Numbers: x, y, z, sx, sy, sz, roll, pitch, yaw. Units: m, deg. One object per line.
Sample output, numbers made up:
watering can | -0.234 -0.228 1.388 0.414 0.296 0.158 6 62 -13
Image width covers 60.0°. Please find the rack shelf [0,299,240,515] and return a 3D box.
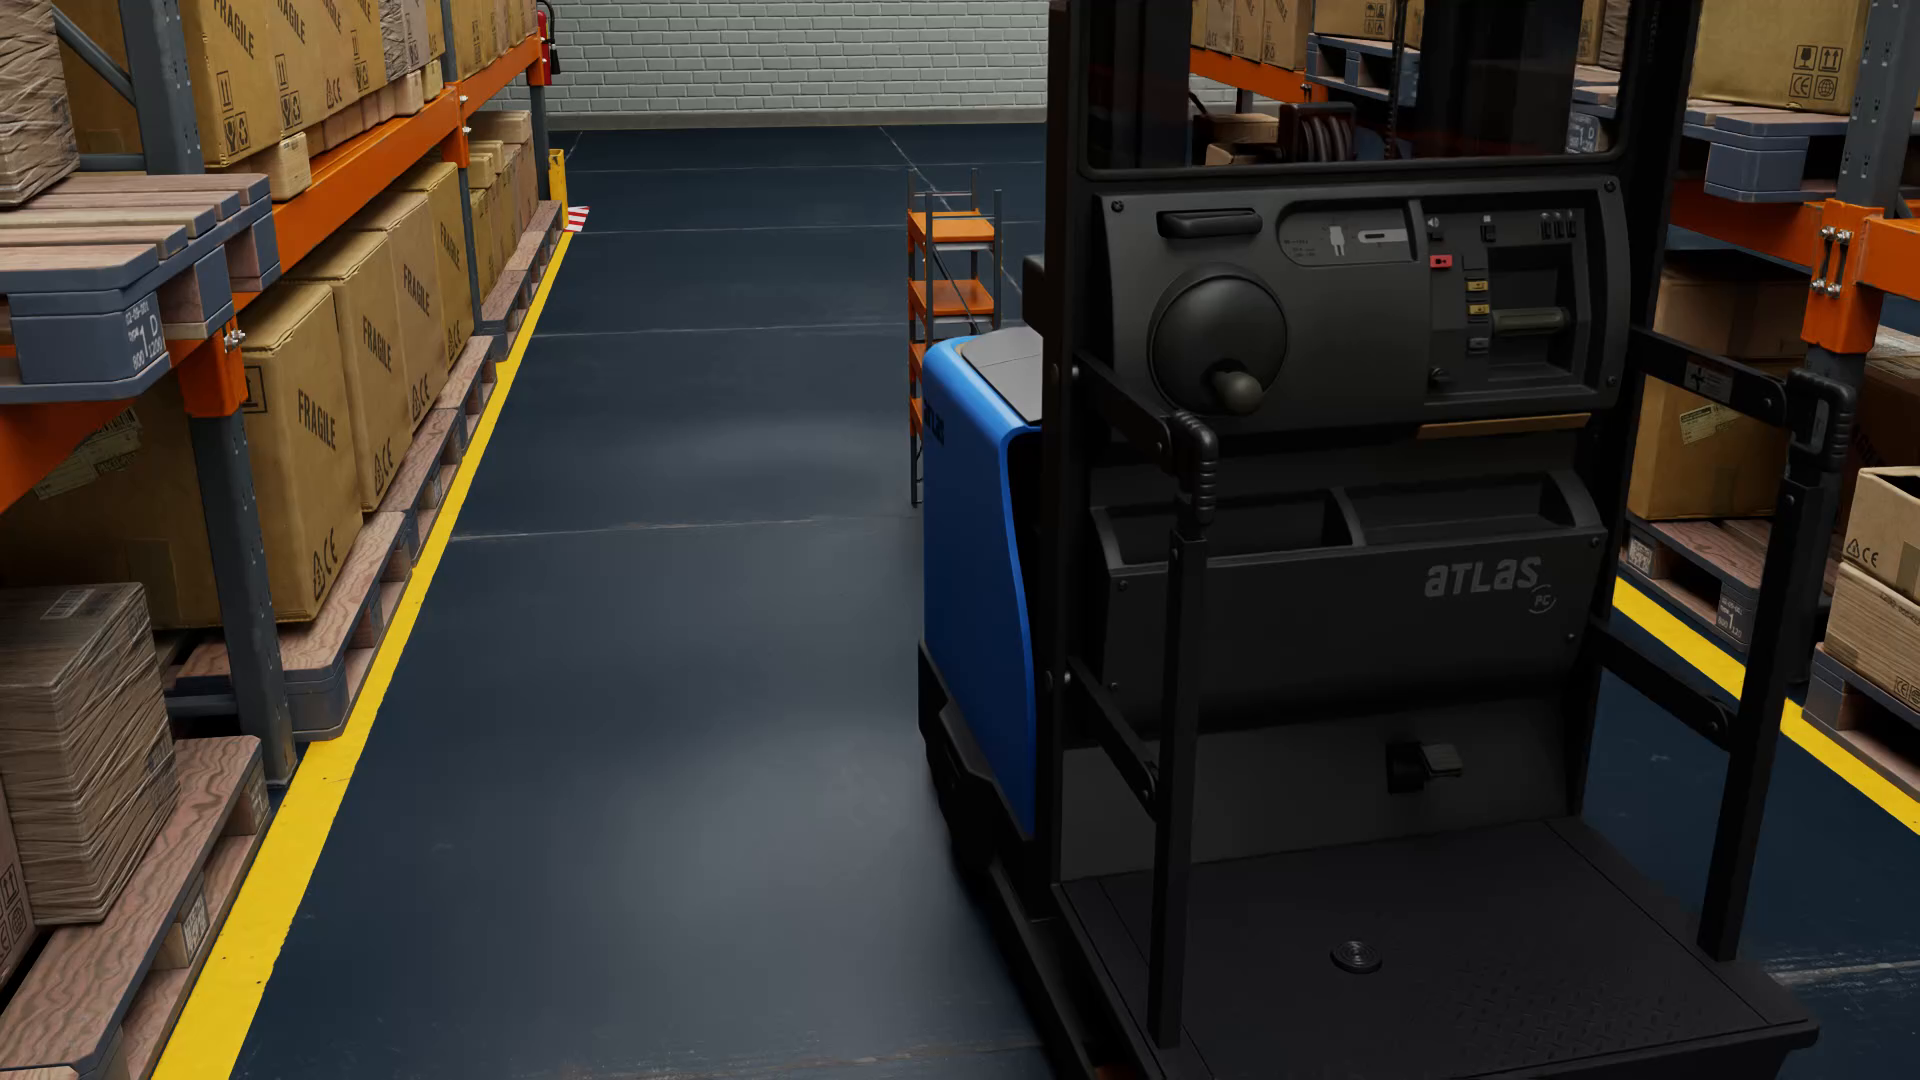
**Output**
rack shelf | -1.867 0.238 1.819 1.077 0.370 4.000 -3 21 -8

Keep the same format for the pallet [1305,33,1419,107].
pallet | 2.177 -2.055 7.205 1.003 0.211 1.213 -3 21 -8

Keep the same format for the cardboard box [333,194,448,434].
cardboard box | -2.378 -0.840 6.149 0.750 0.750 0.750 -2 21 -6

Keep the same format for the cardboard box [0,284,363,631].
cardboard box | -2.131 -0.242 4.549 0.750 0.750 0.750 -3 21 -8

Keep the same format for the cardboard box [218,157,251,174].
cardboard box | -2.001 -0.896 4.159 0.380 0.149 0.250 -3 21 -7

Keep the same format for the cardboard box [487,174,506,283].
cardboard box | -2.807 -1.640 8.792 0.700 0.500 0.500 -3 21 -8

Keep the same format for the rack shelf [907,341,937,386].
rack shelf | -0.024 -0.556 5.683 0.258 0.148 0.480 -3 21 -8

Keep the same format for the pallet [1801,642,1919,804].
pallet | 2.826 0.551 3.939 1.003 0.211 1.213 -3 21 -8

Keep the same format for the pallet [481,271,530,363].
pallet | -2.764 -1.137 8.458 1.003 0.211 1.213 -3 21 -8

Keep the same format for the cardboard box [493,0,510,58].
cardboard box | -3.008 -3.010 9.058 0.980 0.700 0.700 -4 21 -10

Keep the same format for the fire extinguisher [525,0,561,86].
fire extinguisher | -2.874 -3.425 11.244 0.296 0.674 0.183 -3 21 -8

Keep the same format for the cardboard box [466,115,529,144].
cardboard box | -2.872 -2.529 10.247 0.380 0.149 0.250 -2 21 -6

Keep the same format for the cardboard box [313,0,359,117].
cardboard box | -2.109 -1.521 4.906 0.500 0.500 0.500 -3 21 -8

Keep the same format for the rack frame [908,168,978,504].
rack frame | -0.059 -0.704 5.886 0.240 1.200 0.015 -3 21 -8

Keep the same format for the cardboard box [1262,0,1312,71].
cardboard box | 1.844 -2.634 8.339 0.500 0.500 0.500 -3 21 -7

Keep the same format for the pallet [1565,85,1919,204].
pallet | 2.579 -1.183 4.872 1.213 0.211 1.003 -3 21 -8

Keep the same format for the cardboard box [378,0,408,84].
cardboard box | -2.269 -1.874 5.850 0.500 0.500 0.500 -3 21 -8

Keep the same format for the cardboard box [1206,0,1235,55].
cardboard box | 1.692 -2.990 9.292 0.500 0.500 0.500 -2 21 -7

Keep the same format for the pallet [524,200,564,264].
pallet | -3.116 -1.982 10.720 1.003 0.211 1.213 -3 21 -8

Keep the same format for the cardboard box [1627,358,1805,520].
cardboard box | 2.379 -0.389 5.415 0.500 0.500 0.500 -2 21 -6

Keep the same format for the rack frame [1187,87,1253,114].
rack frame | 1.593 -3.812 11.635 1.000 3.000 0.127 -3 21 -8

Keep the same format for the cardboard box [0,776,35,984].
cardboard box | -2.041 0.605 2.754 0.700 0.500 0.500 -3 21 -8

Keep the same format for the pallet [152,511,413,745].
pallet | -2.194 0.238 4.776 1.003 0.211 1.213 -3 21 -8

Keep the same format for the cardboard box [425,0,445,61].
cardboard box | -2.416 -2.224 6.788 0.500 0.500 0.500 -3 21 -9

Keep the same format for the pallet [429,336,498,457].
pallet | -2.546 -0.606 7.038 1.003 0.211 1.213 -3 21 -8

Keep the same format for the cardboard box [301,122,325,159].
cardboard box | -2.187 -1.252 5.113 0.380 0.149 0.250 -3 21 -7

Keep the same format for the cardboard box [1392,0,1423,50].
cardboard box | 2.178 -2.260 6.738 0.700 0.500 0.500 0 20 1

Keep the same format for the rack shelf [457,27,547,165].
rack shelf | -3.020 -2.531 9.235 1.077 0.370 4.000 -3 21 -8

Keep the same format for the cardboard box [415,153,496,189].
cardboard box | -2.607 -1.897 8.555 0.380 0.149 0.250 -2 21 -6

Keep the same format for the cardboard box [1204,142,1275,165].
cardboard box | 1.894 -2.114 10.028 0.797 0.503 0.637 -3 21 -8

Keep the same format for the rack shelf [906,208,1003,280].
rack shelf | -0.024 -0.988 5.522 0.258 0.148 0.480 -3 21 -8

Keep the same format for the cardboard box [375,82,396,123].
cardboard box | -2.285 -1.610 6.071 0.380 0.149 0.250 -3 21 -8

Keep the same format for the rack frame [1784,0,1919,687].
rack frame | 2.746 -1.042 4.219 1.000 3.000 0.127 -3 21 -8

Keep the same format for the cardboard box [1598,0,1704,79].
cardboard box | 2.601 -1.824 5.571 0.700 0.500 0.500 1 20 2

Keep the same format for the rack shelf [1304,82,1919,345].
rack shelf | 2.458 -1.398 6.199 1.077 0.370 4.000 -3 21 -8

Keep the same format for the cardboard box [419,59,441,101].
cardboard box | -2.343 -1.879 6.790 0.380 0.149 0.250 -3 21 -7

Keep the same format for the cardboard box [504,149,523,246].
cardboard box | -2.963 -2.002 9.762 0.700 0.500 0.500 -4 21 -10

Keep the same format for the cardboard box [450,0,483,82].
cardboard box | -2.794 -2.505 7.708 0.980 0.700 0.700 -3 21 -7

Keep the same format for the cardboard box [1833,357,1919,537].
cardboard box | 2.963 -0.249 5.040 0.500 0.500 0.500 -2 21 -5

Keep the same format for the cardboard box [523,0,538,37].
cardboard box | -3.225 -3.525 10.439 0.980 0.700 0.700 -2 21 -5

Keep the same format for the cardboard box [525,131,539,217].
cardboard box | -3.109 -2.349 10.692 0.700 0.500 0.500 -3 21 -8

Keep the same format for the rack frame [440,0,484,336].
rack frame | -2.732 -2.176 7.255 1.000 3.000 0.127 -3 21 -8

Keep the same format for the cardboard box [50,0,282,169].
cardboard box | -1.972 -1.168 3.959 0.500 0.500 0.500 -2 21 -6

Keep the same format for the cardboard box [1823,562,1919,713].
cardboard box | 2.531 0.245 4.102 0.500 0.250 0.500 -3 21 -8

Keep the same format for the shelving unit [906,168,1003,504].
shelving unit | -0.024 -0.619 5.660 0.258 1.200 0.503 -3 21 -8

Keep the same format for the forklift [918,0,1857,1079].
forklift | 0.736 -0.387 2.562 1.130 2.935 3.031 -5 21 -13

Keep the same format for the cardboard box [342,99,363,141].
cardboard box | -2.236 -1.430 5.589 0.380 0.149 0.250 -2 21 -6
